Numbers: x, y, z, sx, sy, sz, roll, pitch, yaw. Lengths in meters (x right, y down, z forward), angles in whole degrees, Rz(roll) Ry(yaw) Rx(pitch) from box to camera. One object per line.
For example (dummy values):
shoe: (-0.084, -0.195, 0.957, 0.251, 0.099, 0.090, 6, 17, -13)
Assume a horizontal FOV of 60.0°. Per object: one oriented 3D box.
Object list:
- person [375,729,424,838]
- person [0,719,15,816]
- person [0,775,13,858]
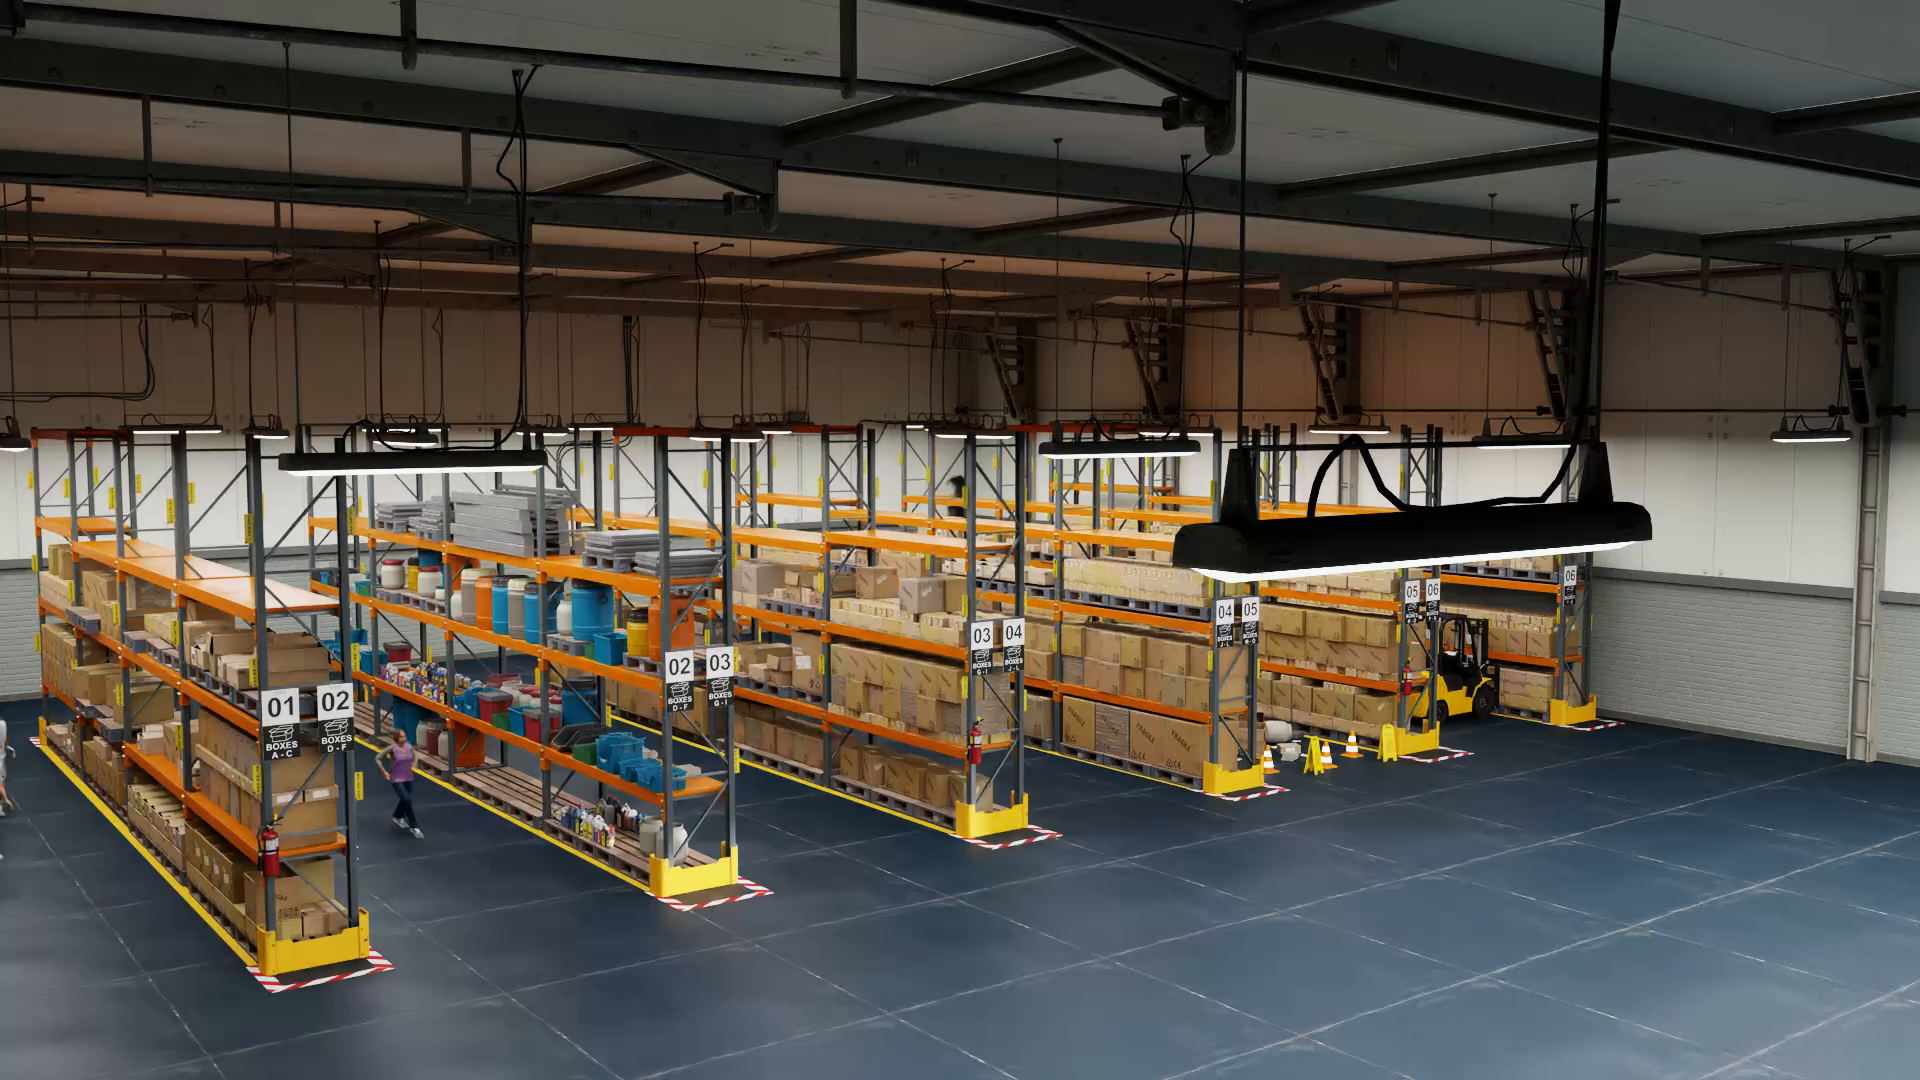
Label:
person: (-8.317, 3.593, 24.680, 0.781, 1.614, 0.606, 4, 6, 39)
person: (-15.204, 3.424, 26.005, 0.875, 1.740, 0.685, 4, 6, 40)
person: (-13.547, 3.704, 23.097, 0.583, 1.644, 0.544, 1, 5, 14)
